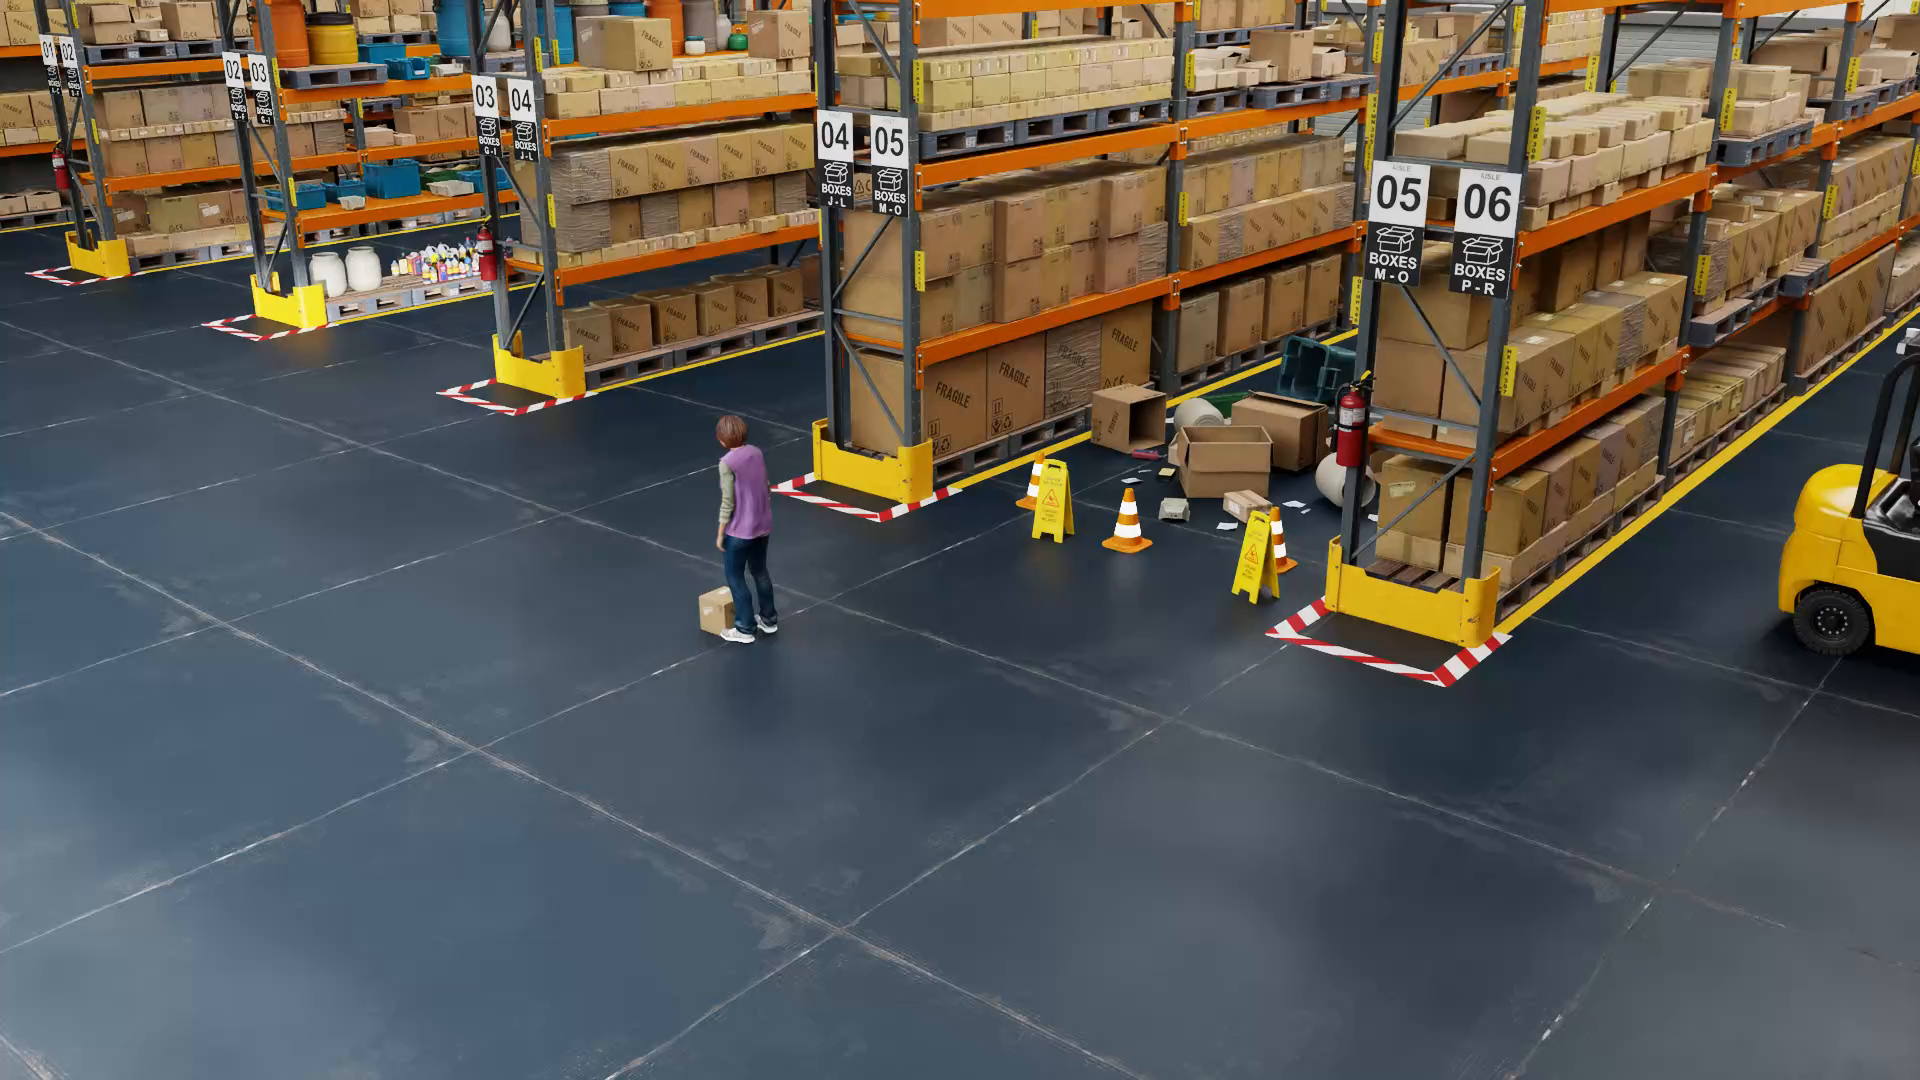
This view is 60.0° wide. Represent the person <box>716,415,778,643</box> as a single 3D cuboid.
[{"bbox_3d":[-1.457,-0.069,11.292,0.341,1.582,0.485,14,25,34],"label":"person"}]
